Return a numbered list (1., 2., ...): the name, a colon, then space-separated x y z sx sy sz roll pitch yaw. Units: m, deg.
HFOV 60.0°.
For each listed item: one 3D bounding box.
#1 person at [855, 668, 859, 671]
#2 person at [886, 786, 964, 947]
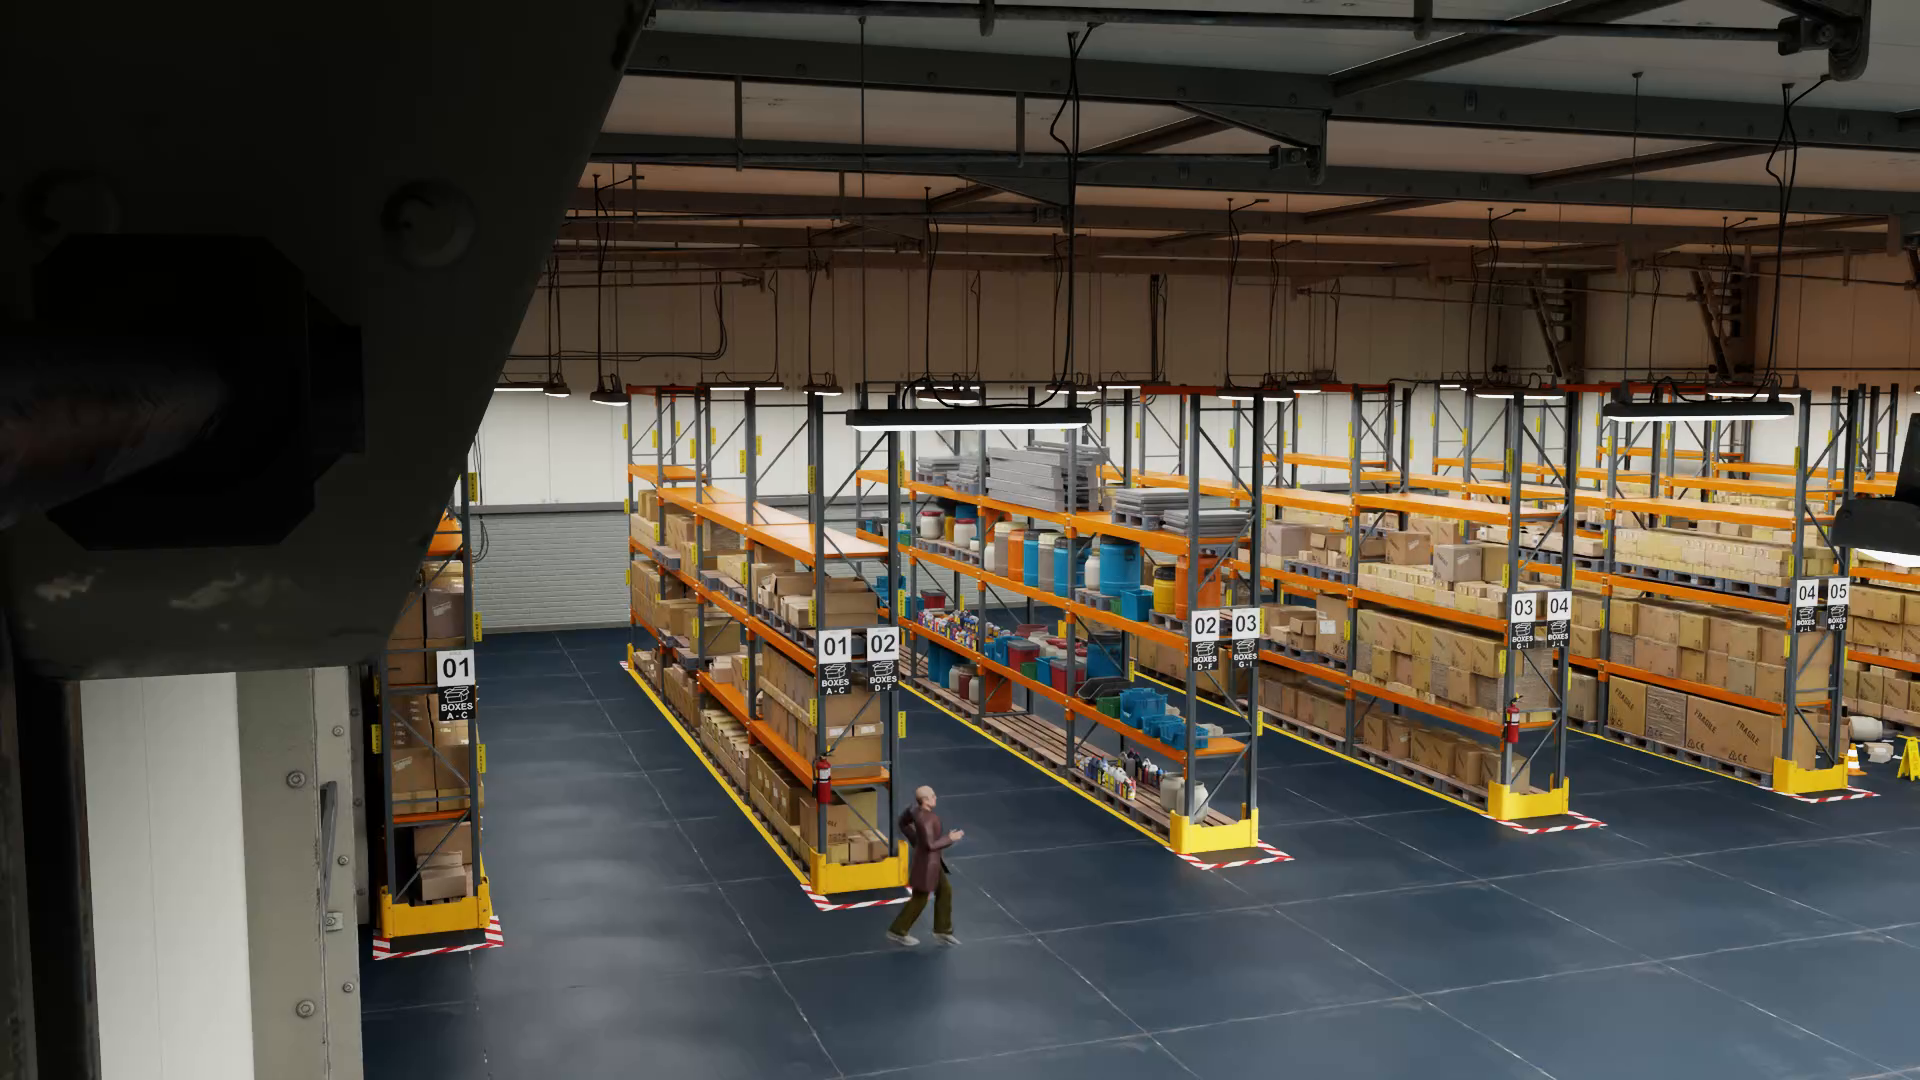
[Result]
1. person: -2.044 2.480 29.627 0.595 1.601 0.561 -3 7 -28
2. person: -0.387 3.578 18.077 0.850 1.840 0.693 0 6 -2
